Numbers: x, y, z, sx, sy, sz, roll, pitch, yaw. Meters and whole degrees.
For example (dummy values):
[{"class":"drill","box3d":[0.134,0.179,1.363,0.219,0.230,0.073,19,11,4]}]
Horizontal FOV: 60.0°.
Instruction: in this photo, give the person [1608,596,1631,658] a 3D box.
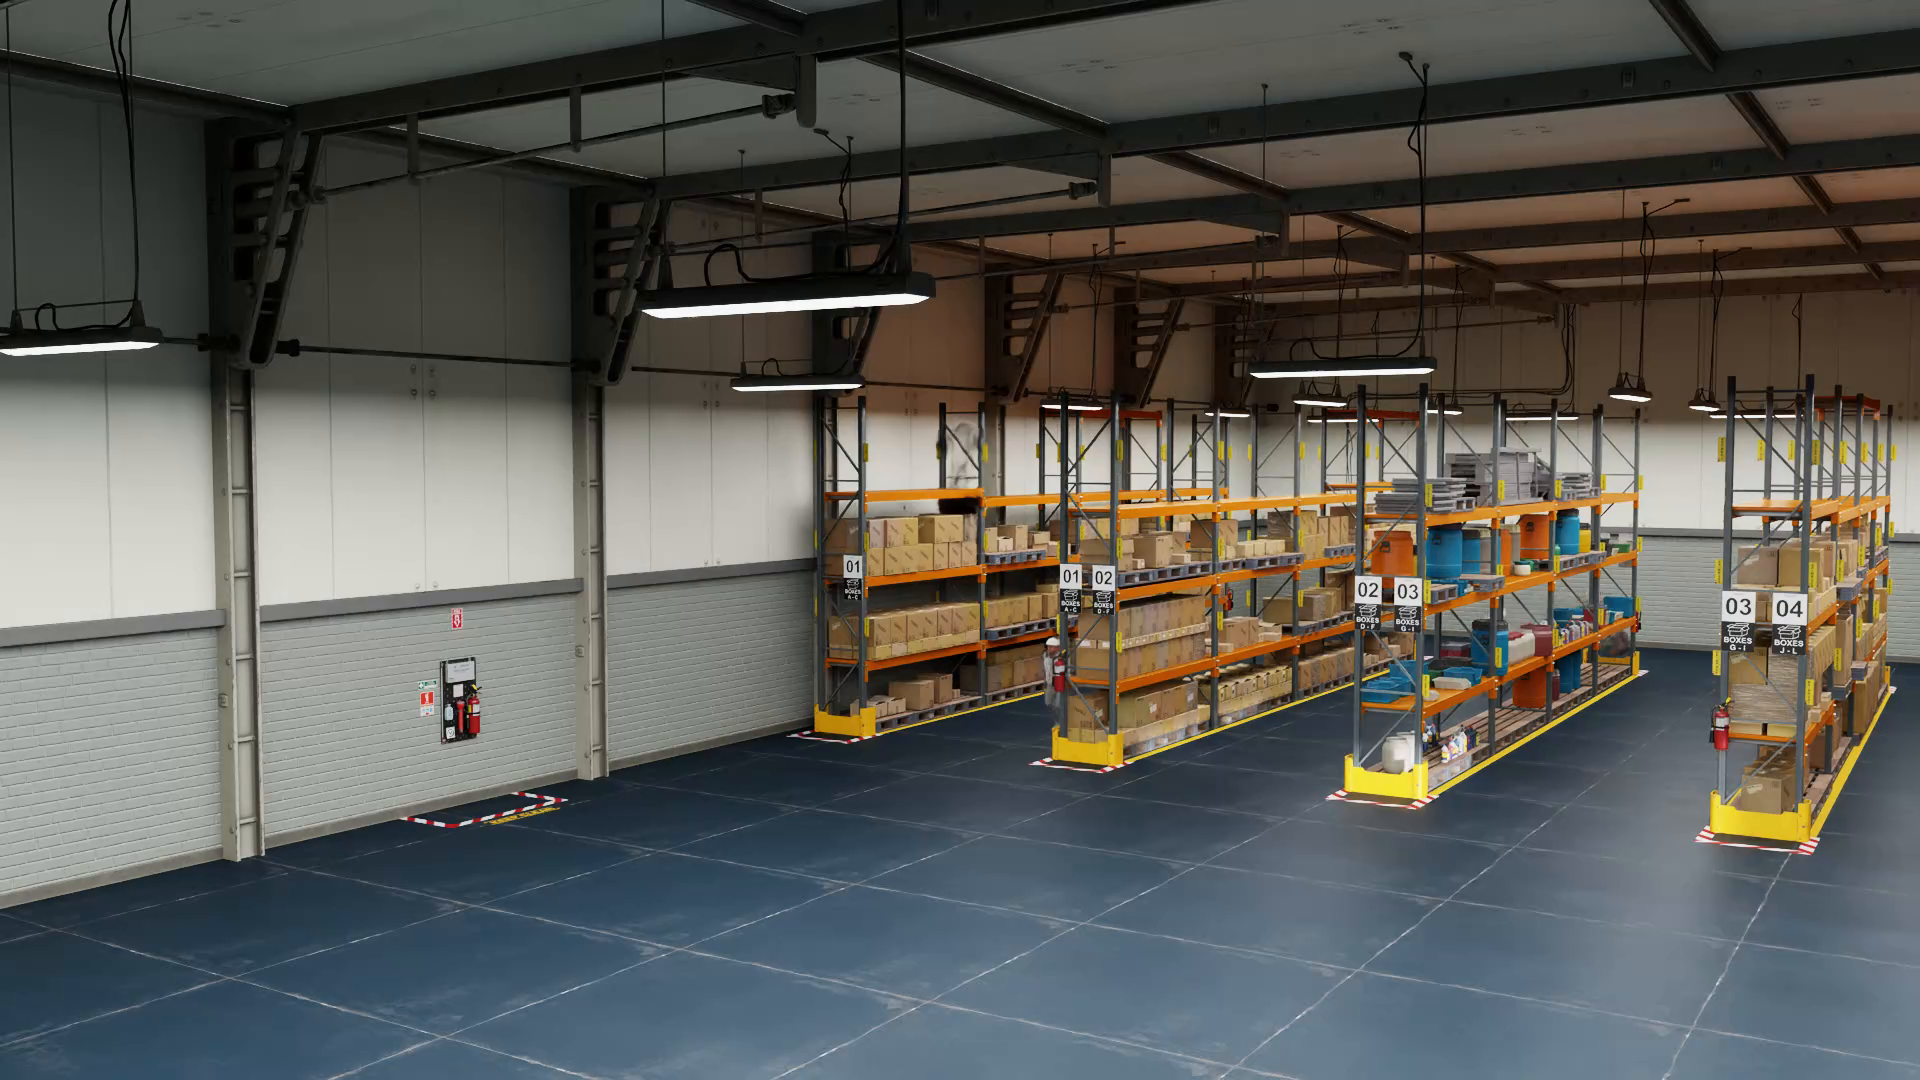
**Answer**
[{"class":"person","box3d":[15.363,2.125,38.676,0.669,1.673,0.683,-2,4,-38]}]

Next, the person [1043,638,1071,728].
[{"class":"person","box3d":[1.719,2.594,29.931,0.648,1.704,0.723,2,3,30]}]

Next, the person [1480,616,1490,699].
[{"class":"person","box3d":[10.861,2.378,34.022,0.845,1.702,0.740,-2,4,-39]}]
